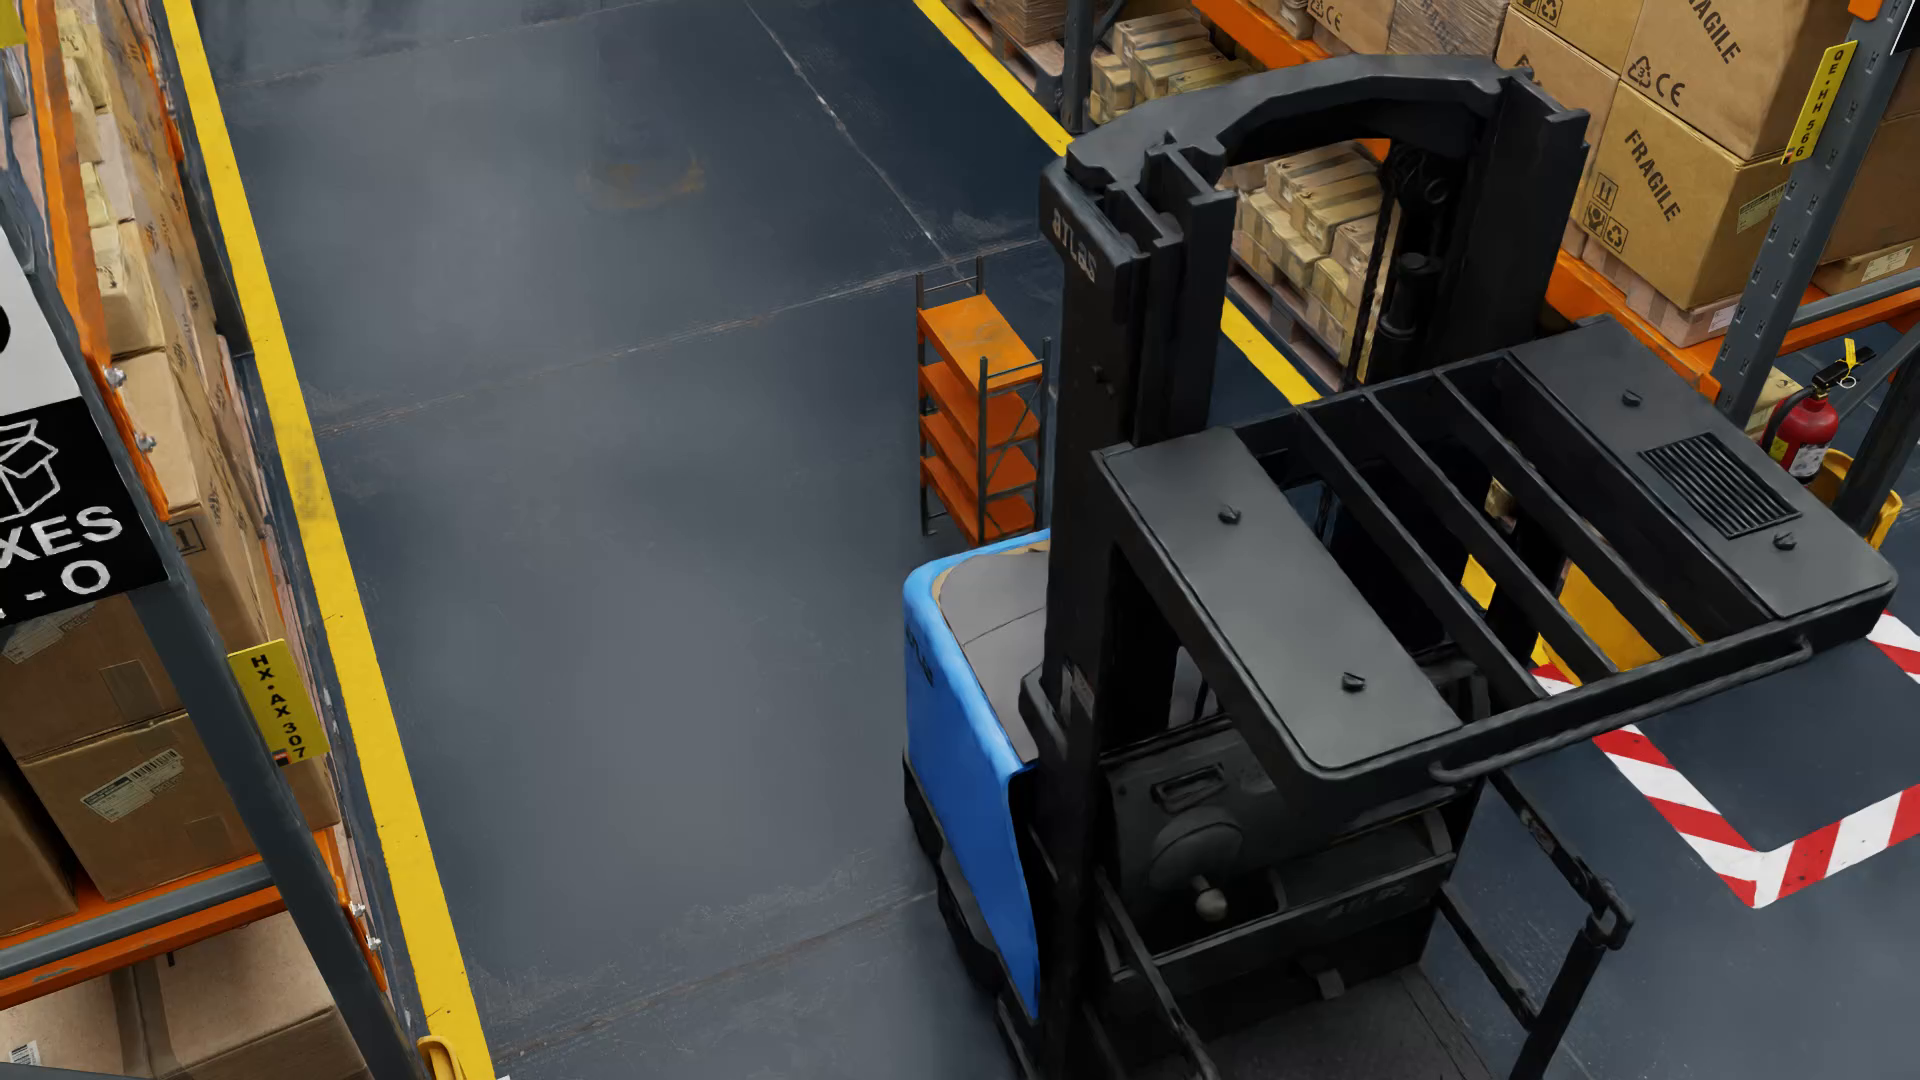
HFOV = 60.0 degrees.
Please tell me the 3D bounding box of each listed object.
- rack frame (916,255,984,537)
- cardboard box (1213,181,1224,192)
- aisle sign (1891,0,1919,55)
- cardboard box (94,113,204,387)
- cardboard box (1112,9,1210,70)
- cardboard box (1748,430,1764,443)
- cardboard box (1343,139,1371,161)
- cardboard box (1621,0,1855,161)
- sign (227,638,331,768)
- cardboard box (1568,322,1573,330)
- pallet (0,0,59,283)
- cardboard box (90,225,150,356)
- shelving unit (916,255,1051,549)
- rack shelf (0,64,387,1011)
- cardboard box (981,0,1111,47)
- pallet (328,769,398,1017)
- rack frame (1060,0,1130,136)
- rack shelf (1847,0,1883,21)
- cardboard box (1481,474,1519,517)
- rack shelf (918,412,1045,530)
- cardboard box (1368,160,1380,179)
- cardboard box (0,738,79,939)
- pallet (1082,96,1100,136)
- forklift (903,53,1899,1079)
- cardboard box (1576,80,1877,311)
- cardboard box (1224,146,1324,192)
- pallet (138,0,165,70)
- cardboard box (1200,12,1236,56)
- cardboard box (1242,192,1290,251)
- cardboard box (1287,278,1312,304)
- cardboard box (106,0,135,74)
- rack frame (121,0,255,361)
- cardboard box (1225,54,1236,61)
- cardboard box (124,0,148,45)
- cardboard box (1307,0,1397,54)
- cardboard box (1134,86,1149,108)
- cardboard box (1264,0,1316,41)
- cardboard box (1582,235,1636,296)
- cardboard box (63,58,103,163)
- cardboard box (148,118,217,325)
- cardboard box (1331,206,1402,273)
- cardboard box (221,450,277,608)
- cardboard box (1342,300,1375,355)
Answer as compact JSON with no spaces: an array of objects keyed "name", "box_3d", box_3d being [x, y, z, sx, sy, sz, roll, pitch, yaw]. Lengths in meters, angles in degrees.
[{"name":"rack frame","box_3d":[-0.033,-0.477,5.879,0.240,1.200,0.015,-18,47,-17]},{"name":"cardboard box","box_3d":[1.261,-1.617,7.483,0.380,0.149,0.250,-19,48,-18]},{"name":"aisle sign","box_3d":[2.424,-1.510,3.793,0.394,0.787,0.004,-18,47,-17]},{"name":"cardboard box","box_3d":[-2.174,-0.628,3.967,0.500,0.500,0.500,-18,48,-18]},{"name":"cardboard box","box_3d":[0.941,-2.334,7.787,0.380,0.149,0.250,-16,47,-16]},{"name":"cardboard box","box_3d":[2.678,-0.370,6.008,0.380,0.149,0.250,-16,47,-16]},{"name":"cardboard box","box_3d":[1.860,-1.824,7.270,0.380,0.149,0.250,-20,48,-19]},{"name":"cardboard box","box_3d":[2.248,-1.435,4.574,0.500,0.500,0.500,-19,48,-18]},{"name":"sign","box_3d":[-1.277,0.310,3.127,0.100,0.325,0.005,-18,47,-17]},{"name":"cardboard box","box_3d":[2.539,-0.839,6.271,0.380,0.149,0.250,-18,47,-18]},{"name":"pallet","box_3d":[-2.104,-0.699,2.750,1.003,0.211,1.213,-18,47,-17]},{"name":"cardboard box","box_3d":[-1.861,-0.469,3.345,0.380,0.149,0.250,-17,47,-16]},{"name":"shelving unit","box_3d":[0.070,-0.322,5.722,0.258,1.200,0.503,-18,47,-17]},{"name":"rack shelf","box_3d":[-2.624,-0.212,4.841,1.077,0.370,4.000,-18,47,-17]},{"name":"cardboard box","box_3d":[0.444,-2.925,8.560,0.500,0.500,0.500,-19,48,-18]},{"name":"pallet","box_3d":[-2.190,1.313,4.769,1.003,0.211,1.213,-18,47,-17]},{"name":"rack frame","box_3d":[0.984,-3.268,7.427,1.000,3.000,0.127,-18,47,-17]},{"name":"rack shelf","box_3d":[1.825,-2.806,5.334,1.077,0.370,4.000,-18,47,-17]},{"name":"cardboard box","box_3d":[2.055,-0.262,6.111,0.380,0.149,0.250,-17,47,-16]},{"name":"rack shelf","box_3d":[0.070,-0.274,5.769,0.258,0.148,0.480,-18,47,-17]},{"name":"cardboard box","box_3d":[1.894,-1.546,7.200,0.380,0.149,0.250,-20,48,-19]},{"name":"cardboard box","box_3d":[-2.226,0.542,3.494,0.500,0.500,0.500,-18,47,-17]},{"name":"pallet","box_3d":[1.298,-1.858,7.983,1.003,0.211,1.213,-18,47,-17]},{"name":"forklift","box_3d":[0.838,0.638,3.516,1.130,2.935,3.031,-16,47,-15]},{"name":"cardboard box","box_3d":[2.243,-1.071,4.917,0.500,0.500,0.500,-17,47,-17]},{"name":"cardboard box","box_3d":[1.317,-1.649,7.092,0.380,0.149,0.250,-17,47,-17]},{"name":"pallet","box_3d":[-4.884,-2.774,8.911,1.003,0.211,1.213,-18,47,-17]},{"name":"cardboard box","box_3d":[1.370,-2.465,7.920,0.380,0.149,0.250,-17,47,-16]},{"name":"cardboard box","box_3d":[1.423,-1.369,7.021,0.380,0.149,0.250,-18,48,-18]},{"name":"cardboard box","box_3d":[1.608,-1.117,6.977,0.380,0.149,0.250,-17,47,-16]},{"name":"cardboard box","box_3d":[-2.810,-1.589,4.941,0.500,0.500,0.500,-19,48,-18]},{"name":"rack frame","box_3d":[-3.465,-1.742,5.880,1.000,3.000,0.127,-18,47,-17]},{"name":"cardboard box","box_3d":[1.405,-2.402,8.068,0.380,0.149,0.250,-17,47,-17]},{"name":"cardboard box","box_3d":[-3.410,-2.047,6.296,0.500,0.250,0.500,-19,48,-18]},{"name":"cardboard box","box_3d":[1.609,-2.042,5.901,0.500,0.500,0.500,-16,47,-15]},{"name":"cardboard box","box_3d":[1.034,-2.049,7.710,0.380,0.149,0.250,-18,47,-17]},{"name":"cardboard box","box_3d":[1.404,-2.077,6.398,0.380,0.149,0.250,-16,47,-16]},{"name":"cardboard box","box_3d":[2.202,-0.924,5.229,0.380,0.149,0.250,-18,47,-17]},{"name":"cardboard box","box_3d":[-2.213,-0.955,3.837,0.380,0.149,0.250,-18,47,-17]},{"name":"cardboard box","box_3d":[-2.592,-0.915,4.971,0.500,0.500,0.500,-19,48,-18]},{"name":"cardboard box","box_3d":[1.710,-1.172,6.609,0.380,0.149,0.250,-20,48,-19]},{"name":"cardboard box","box_3d":[-1.962,0.066,3.976,0.500,0.500,0.500,-19,48,-18]},{"name":"cardboard box","box_3d":[1.735,-0.869,6.514,0.380,0.149,0.250,-17,47,-17]}]
